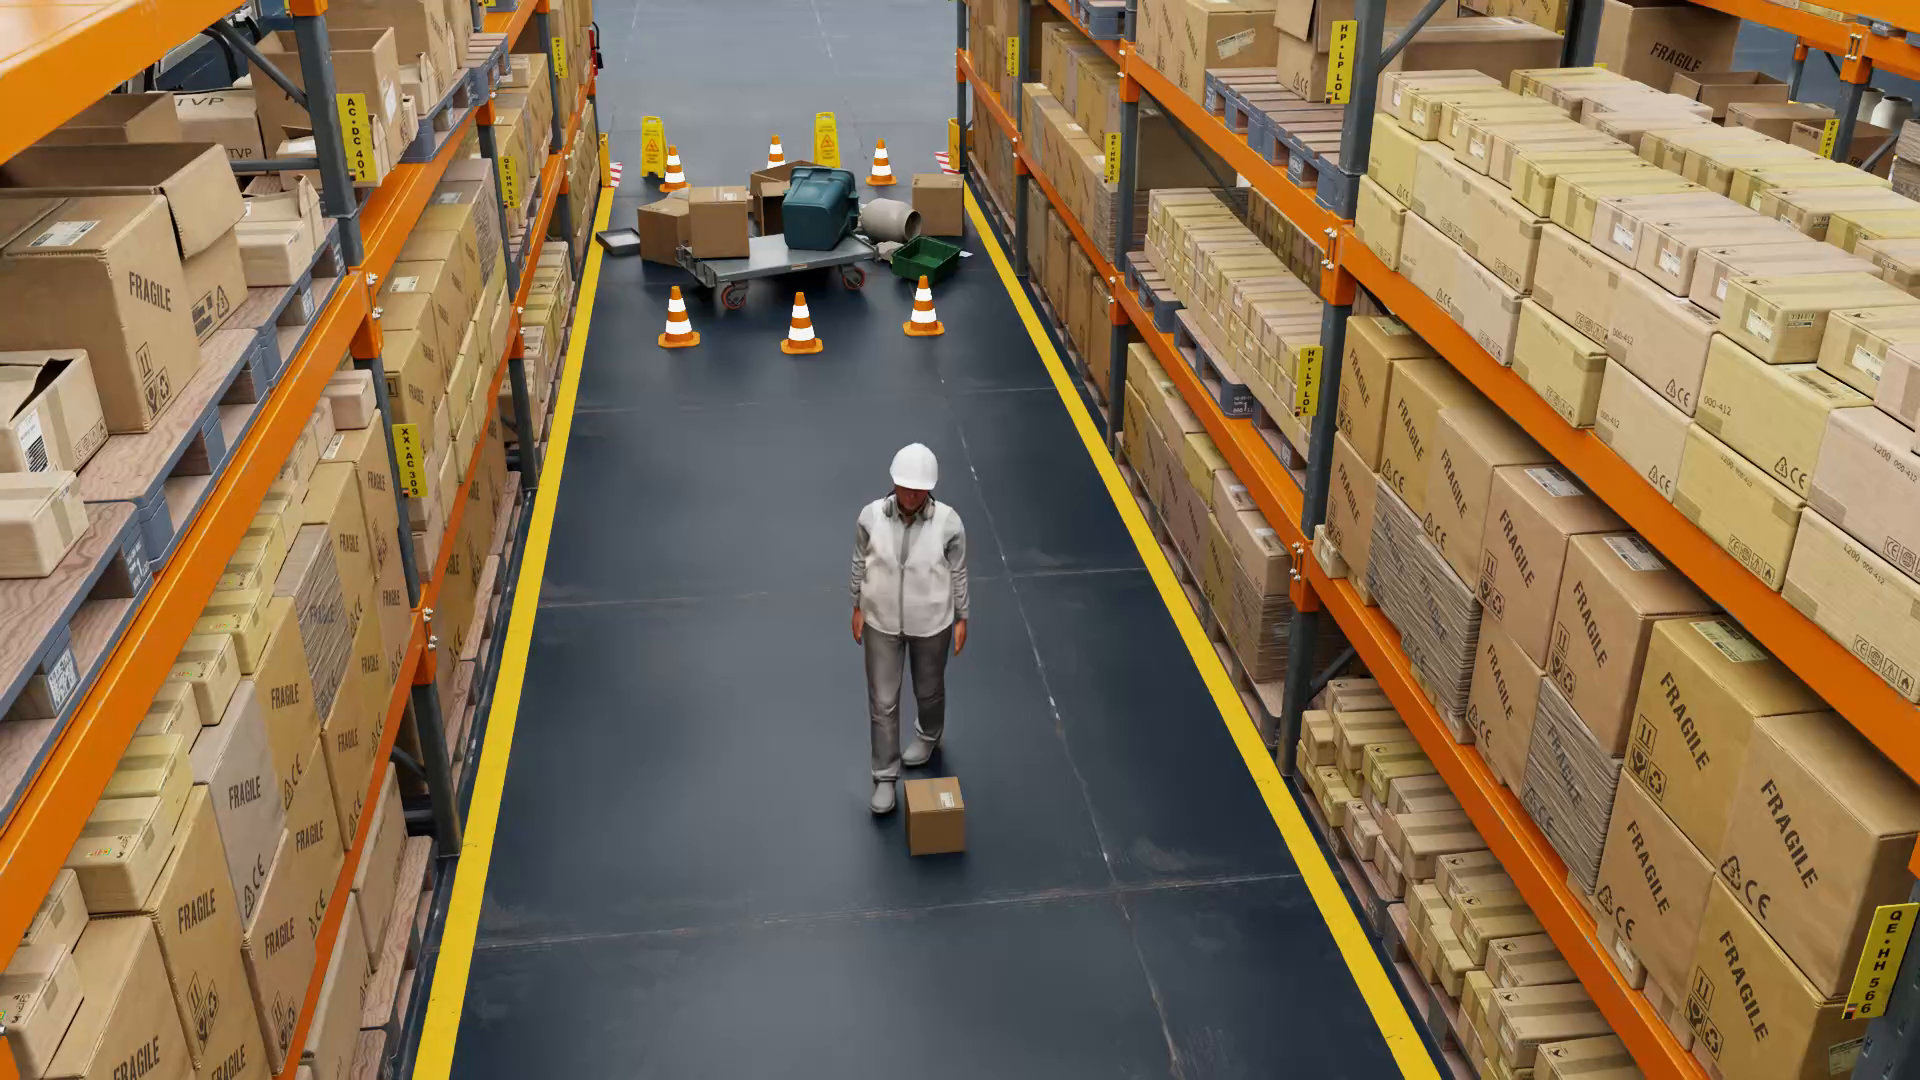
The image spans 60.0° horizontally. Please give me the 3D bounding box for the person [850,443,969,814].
[{"bbox_3d":[-0.248,0.399,7.813,0.572,1.757,0.743,3,27,5],"label":"person"}]
